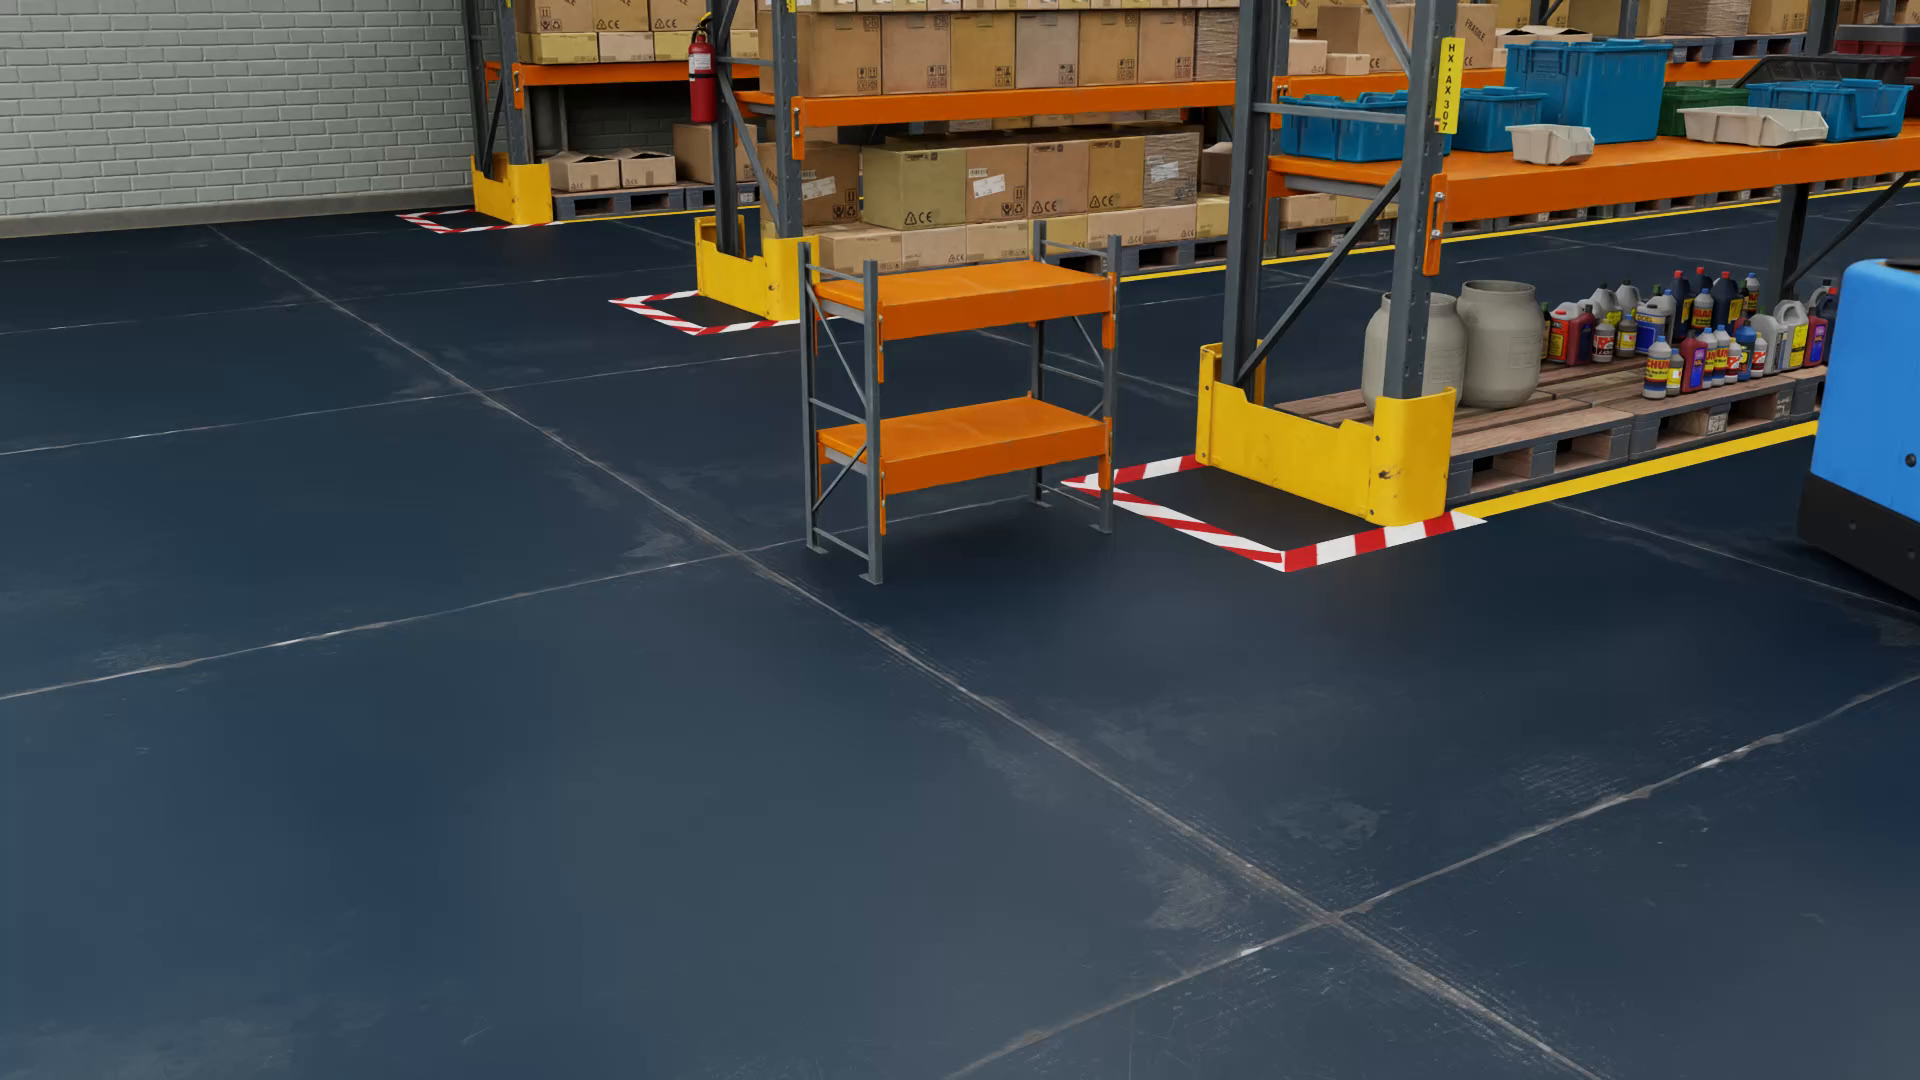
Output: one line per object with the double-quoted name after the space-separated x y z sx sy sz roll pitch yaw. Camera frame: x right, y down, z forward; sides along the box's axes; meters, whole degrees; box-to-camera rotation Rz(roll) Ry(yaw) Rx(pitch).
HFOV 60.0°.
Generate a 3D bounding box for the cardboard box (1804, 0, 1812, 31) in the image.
8.215 -5.286 16.385 0.700 0.500 0.500 14 23 35 "cardboard box"

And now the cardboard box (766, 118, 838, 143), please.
-1.520 -3.809 16.045 0.500 0.500 0.500 -14 23 -35 "cardboard box"

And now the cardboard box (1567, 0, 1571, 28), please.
7.683 -6.879 21.440 0.700 0.700 0.980 -13 23 -34 "cardboard box"

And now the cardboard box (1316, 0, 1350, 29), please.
4.069 -6.075 18.878 0.500 0.500 0.500 -12 22 -32 "cardboard box"

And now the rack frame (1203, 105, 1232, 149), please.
2.665 -5.683 18.372 0.127 3.000 1.000 -12 22 -31 "rack frame"

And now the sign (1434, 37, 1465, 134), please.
1.731 -1.607 5.883 0.005 0.325 0.100 -12 22 -31 "sign"

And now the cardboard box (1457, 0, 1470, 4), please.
5.759 -6.437 19.949 0.500 0.500 0.500 -12 22 -32 "cardboard box"

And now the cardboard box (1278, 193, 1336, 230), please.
2.525 -2.555 12.757 0.500 0.250 0.500 -13 22 -33 "cardboard box"

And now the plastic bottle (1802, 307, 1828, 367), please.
4.120 -0.986 8.032 0.133 0.283 0.061 -10 21 -28 "plastic bottle"

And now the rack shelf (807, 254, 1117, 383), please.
0.006 -0.811 5.974 1.000 0.278 0.538 -12 22 -31 "rack shelf"

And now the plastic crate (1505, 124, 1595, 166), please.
2.357 -1.571 6.619 0.250 0.136 0.298 -12 22 -31 "plastic crate"

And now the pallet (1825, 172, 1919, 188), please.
9.307 -3.863 17.342 1.213 0.211 1.003 -12 22 -31 "pallet"

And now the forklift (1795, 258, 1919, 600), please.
4.607 -1.258 5.389 3.031 2.935 1.130 -2 19 -7 "forklift"

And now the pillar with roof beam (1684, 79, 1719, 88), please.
13.493 -9.490 20.264 0.400 9.000 9.100 -12 22 -31 "pillar with roof beam"

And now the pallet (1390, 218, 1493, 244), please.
3.666 -2.690 13.871 1.213 0.211 1.003 -12 22 -31 "pallet"

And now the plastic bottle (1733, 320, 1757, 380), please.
3.657 -0.890 7.766 0.097 0.271 0.097 0 19 0 "plastic bottle"

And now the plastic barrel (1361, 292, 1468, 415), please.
1.940 -0.781 7.100 0.421 0.512 0.421 0 19 0 "plastic barrel"

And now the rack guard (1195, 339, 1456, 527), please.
1.470 -0.466 6.842 0.348 0.500 1.175 -12 22 -31 "rack guard"

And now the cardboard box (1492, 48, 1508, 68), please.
4.359 -4.000 13.785 0.250 0.149 0.380 -10 21 -27 "cardboard box"

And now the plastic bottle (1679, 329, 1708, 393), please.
3.317 -0.817 7.531 0.133 0.283 0.061 -11 22 -31 "plastic bottle"

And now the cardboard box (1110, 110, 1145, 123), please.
1.598 -4.507 18.109 0.500 0.500 0.700 -12 22 -31 "cardboard box"

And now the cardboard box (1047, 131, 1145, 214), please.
0.945 -2.592 11.694 0.500 0.500 0.500 -12 22 -31 "cardboard box"

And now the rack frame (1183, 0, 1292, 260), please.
2.052 -3.654 12.370 0.127 3.000 1.000 -12 22 -31 "rack frame"

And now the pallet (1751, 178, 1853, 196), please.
8.075 -3.589 16.531 1.213 0.211 1.003 -12 22 -31 "pallet"

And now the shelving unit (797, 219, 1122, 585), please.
0.006 -0.534 6.068 1.048 1.125 0.538 -12 22 -31 "shelving unit"

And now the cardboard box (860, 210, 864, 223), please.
-0.592 -2.111 11.442 0.500 0.250 0.500 -12 22 -31 "cardboard box"

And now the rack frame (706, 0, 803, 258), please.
-1.289 -2.950 10.286 0.127 3.000 1.000 -12 22 -31 "rack frame"

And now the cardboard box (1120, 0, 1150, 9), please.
1.092 -3.725 11.410 0.250 0.149 0.380 -12 22 -32 "cardboard box"

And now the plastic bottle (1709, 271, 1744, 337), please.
3.950 -1.212 8.597 0.185 0.351 0.144 -12 22 -31 "plastic bottle"

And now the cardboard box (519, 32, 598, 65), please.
-3.434 -4.213 14.227 0.500 0.250 0.500 -13 22 -33 "cardboard box"

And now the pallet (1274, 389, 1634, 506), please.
2.151 -0.471 7.308 1.213 0.211 1.003 -12 22 -31 "pallet"

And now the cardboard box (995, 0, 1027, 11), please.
0.232 -3.543 10.873 0.250 0.149 0.380 -12 22 -32 "cardboard box"

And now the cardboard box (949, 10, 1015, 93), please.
-0.038 -3.256 11.035 0.500 0.500 0.700 -12 22 -31 "cardboard box"

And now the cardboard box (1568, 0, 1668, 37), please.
5.857 -4.746 14.788 0.700 0.500 0.500 14 23 35 "cardboard box"

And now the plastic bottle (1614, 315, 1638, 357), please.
3.306 -1.015 8.245 0.097 0.201 0.097 0 19 0 "plastic bottle"

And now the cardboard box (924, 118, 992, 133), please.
-0.070 -4.137 17.014 0.500 0.500 0.700 -11 22 -30 "cardboard box"

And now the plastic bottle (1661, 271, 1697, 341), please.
3.713 -1.218 8.612 0.185 0.351 0.144 -13 23 -34 "plastic bottle"

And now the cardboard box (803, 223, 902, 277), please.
-0.719 -1.881 10.763 0.500 0.250 0.500 -12 22 -31 "cardboard box"

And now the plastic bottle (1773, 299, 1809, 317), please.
4.131 -1.058 8.255 0.135 0.276 0.152 -12 22 -31 "plastic bottle"

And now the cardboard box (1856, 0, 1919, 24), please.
9.309 -5.128 16.572 0.500 0.500 0.500 -11 22 -30 "cardboard box"

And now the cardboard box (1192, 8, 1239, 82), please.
1.685 -3.622 12.118 0.500 0.500 0.700 -13 22 -33 "cardboard box"

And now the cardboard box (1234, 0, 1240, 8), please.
1.943 -3.904 11.939 0.250 0.149 0.380 -12 22 -31 "cardboard box"

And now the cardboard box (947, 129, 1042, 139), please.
0.241 -2.643 11.846 0.500 0.500 0.500 -12 22 -31 "cardboard box"

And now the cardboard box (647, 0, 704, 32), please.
-2.599 -4.745 14.629 0.500 0.500 0.500 -13 22 -33 "cardboard box"

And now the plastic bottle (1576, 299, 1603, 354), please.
3.067 -1.044 8.217 0.135 0.276 0.152 -13 22 -33 "plastic bottle"

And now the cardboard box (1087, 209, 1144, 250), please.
0.952 -2.233 11.804 0.500 0.250 0.500 -12 22 -31 "cardboard box"

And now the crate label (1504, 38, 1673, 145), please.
2.821 -2.037 7.532 0.616 0.435 0.502 -12 22 -31 "crate label"

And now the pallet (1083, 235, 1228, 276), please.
1.365 -2.204 12.435 1.213 0.211 1.003 -12 22 -31 "pallet"

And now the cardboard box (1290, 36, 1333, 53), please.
2.685 -3.795 12.995 0.258 0.266 0.396 -13 22 -33 "cardboard box"

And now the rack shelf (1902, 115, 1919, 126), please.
6.443 -2.340 9.606 4.000 0.370 1.077 -12 22 -31 "rack shelf"

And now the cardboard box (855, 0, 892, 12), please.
-0.624 -3.363 10.340 0.250 0.149 0.380 -13 22 -33 "cardboard box"
